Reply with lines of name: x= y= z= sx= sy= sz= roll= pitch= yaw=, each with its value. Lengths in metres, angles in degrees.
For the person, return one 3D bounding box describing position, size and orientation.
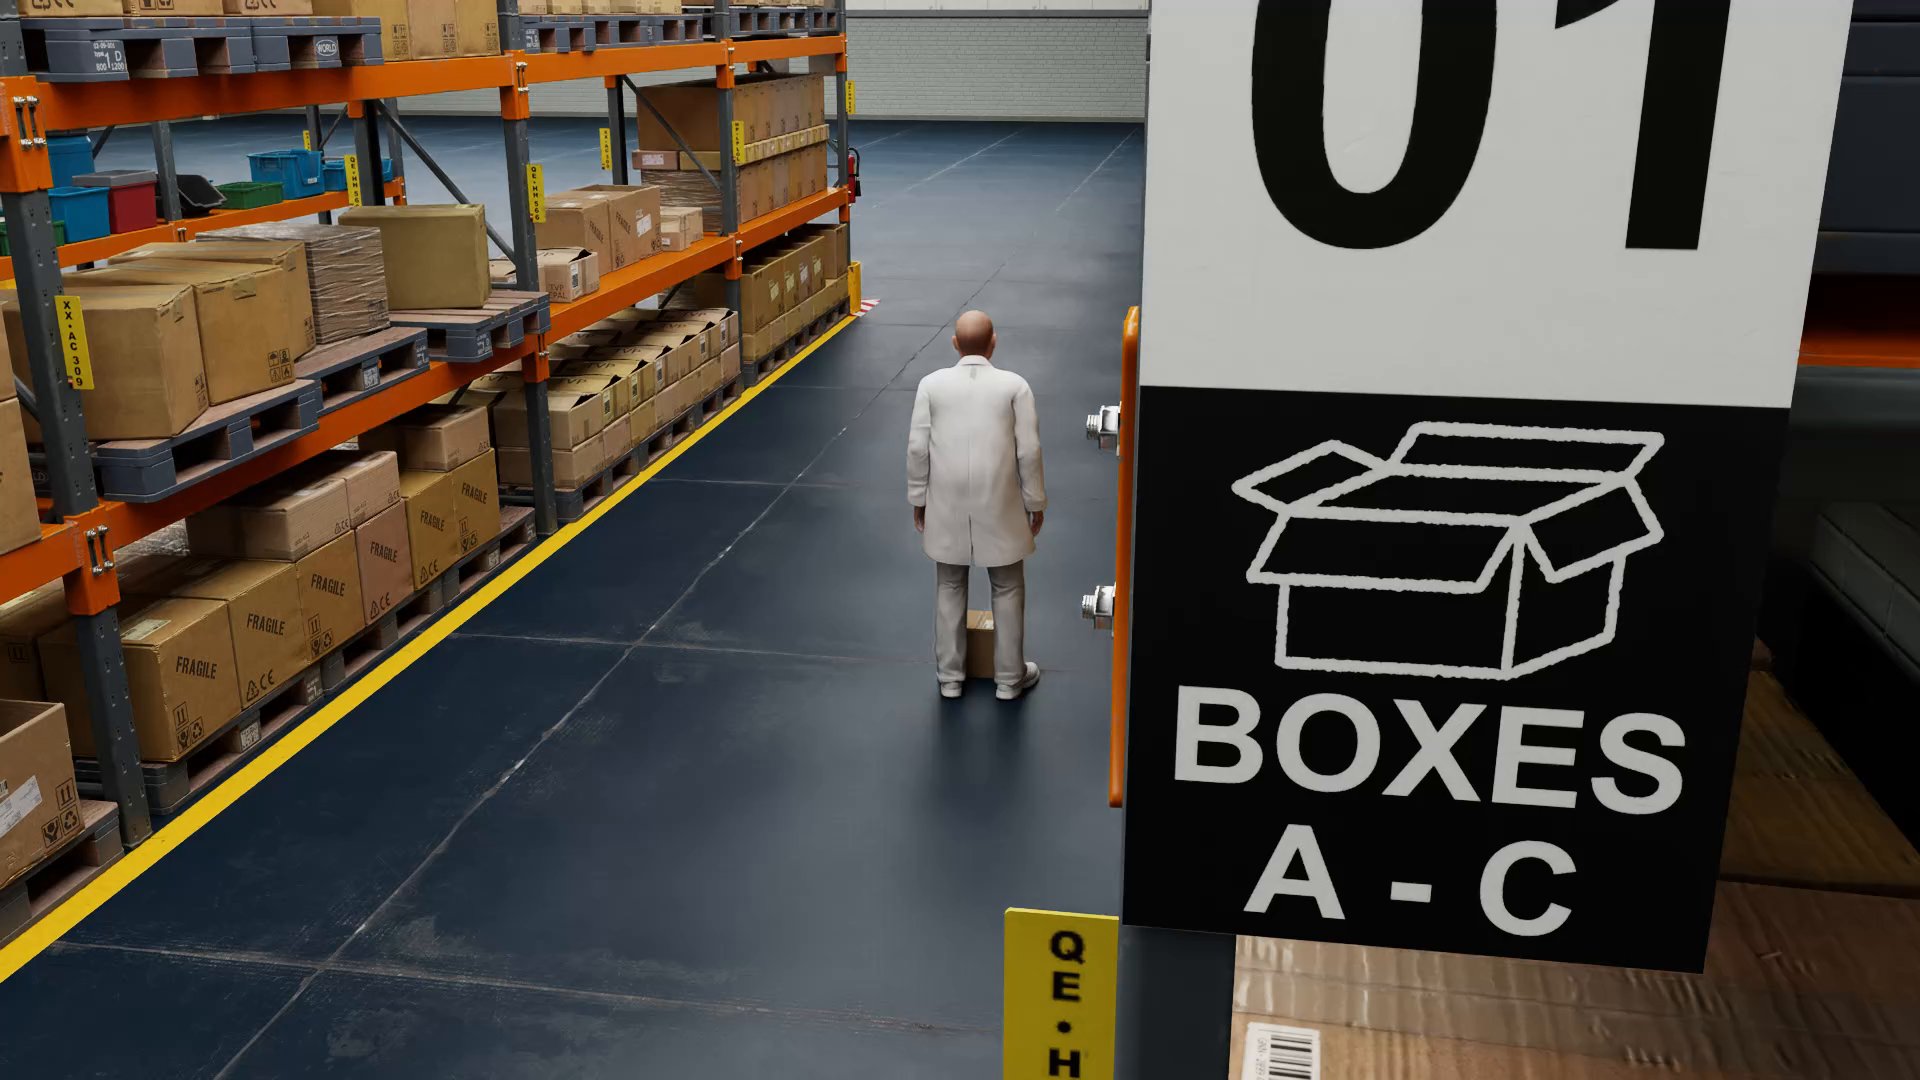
person: x=0.078 y=-0.151 z=7.554 sx=0.643 sy=1.773 sz=0.427 roll=3 pitch=18 yaw=9
